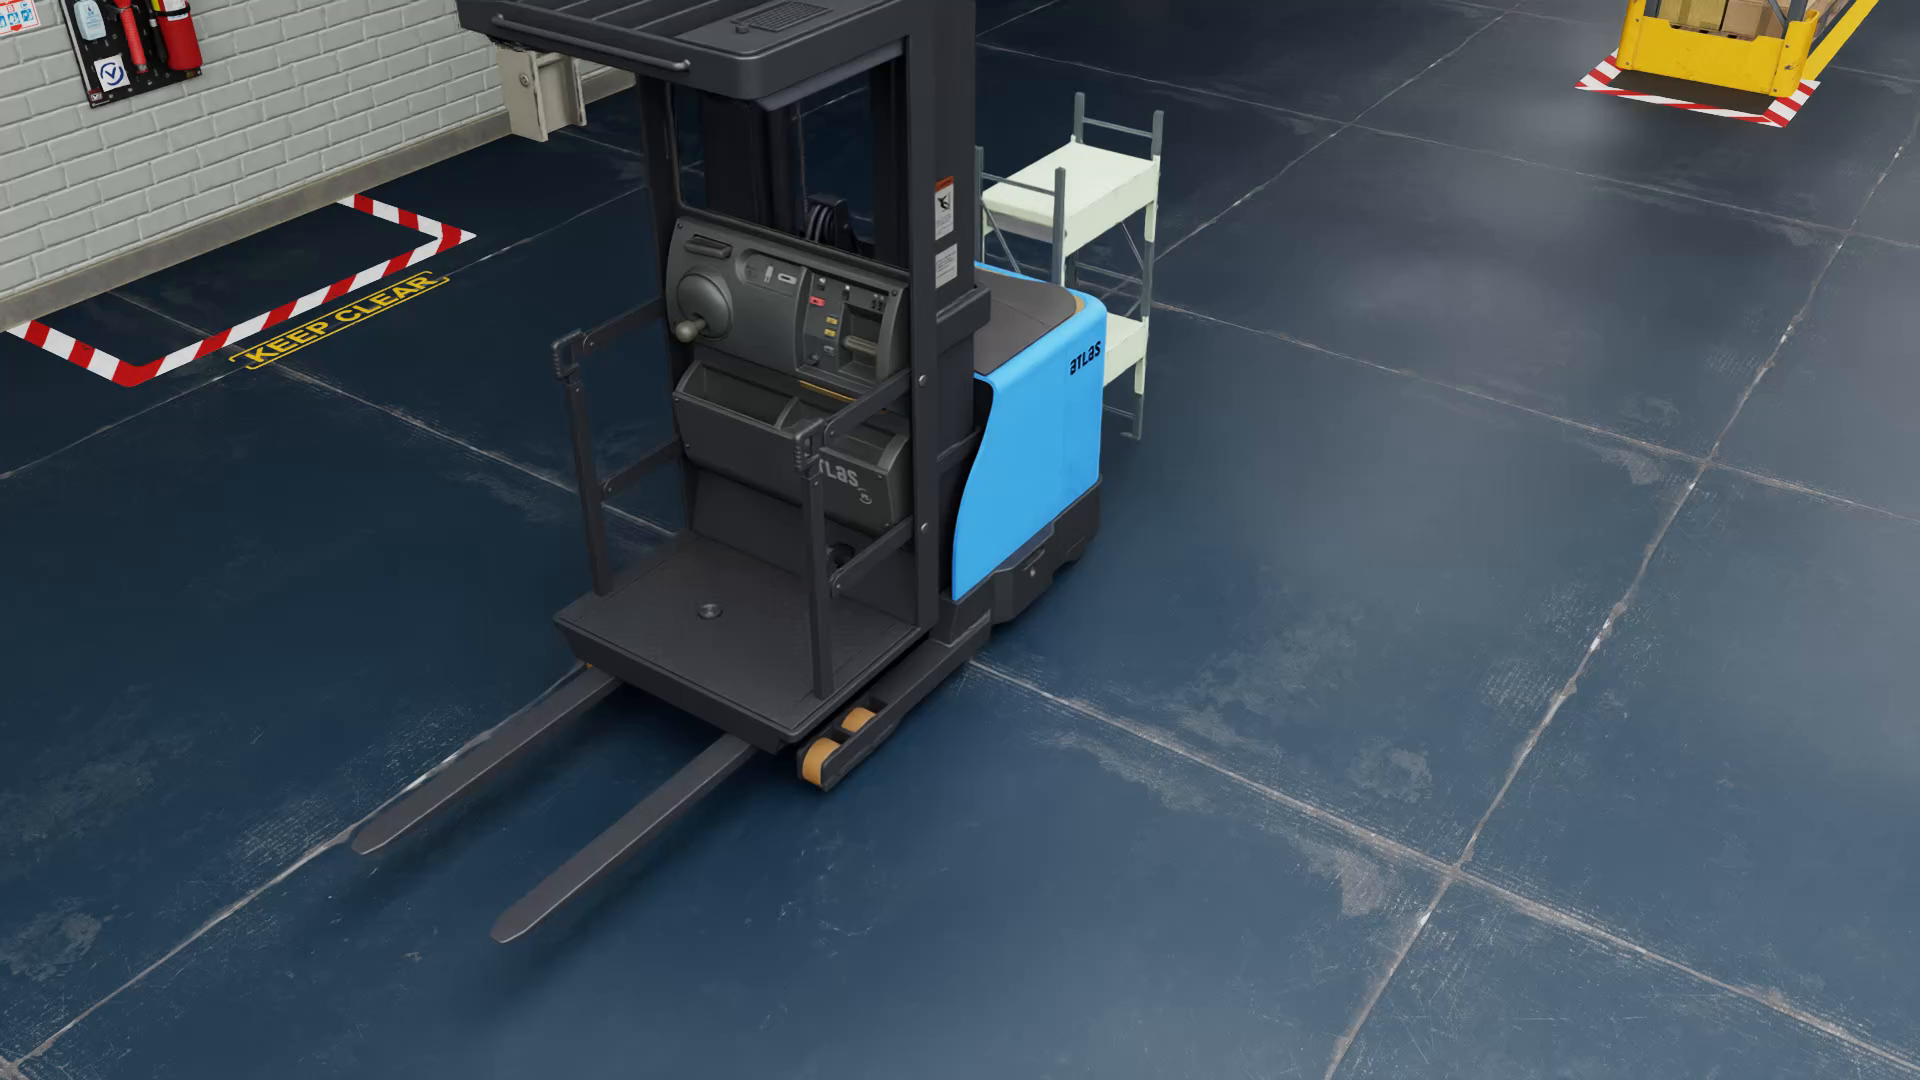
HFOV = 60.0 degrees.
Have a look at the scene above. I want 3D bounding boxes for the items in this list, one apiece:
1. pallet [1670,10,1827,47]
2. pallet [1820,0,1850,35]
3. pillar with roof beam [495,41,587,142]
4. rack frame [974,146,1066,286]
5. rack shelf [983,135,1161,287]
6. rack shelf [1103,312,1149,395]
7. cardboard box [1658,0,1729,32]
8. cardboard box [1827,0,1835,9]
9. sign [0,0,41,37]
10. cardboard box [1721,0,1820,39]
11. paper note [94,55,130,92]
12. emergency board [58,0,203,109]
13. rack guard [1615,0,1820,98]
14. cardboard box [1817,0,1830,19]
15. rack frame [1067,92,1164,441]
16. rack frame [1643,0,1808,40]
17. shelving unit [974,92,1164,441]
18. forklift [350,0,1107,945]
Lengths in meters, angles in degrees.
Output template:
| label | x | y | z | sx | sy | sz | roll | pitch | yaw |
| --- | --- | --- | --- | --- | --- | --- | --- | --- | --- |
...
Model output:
| label | x | y | z | sx | sy | sz | roll | pitch | yaw |
| --- | --- | --- | --- | --- | --- | --- | --- | --- | --- |
| pallet | 5.568 | -3.675 | 11.996 | 1.003 | 0.211 | 1.213 | 21 | 39 | 28 |
| pallet | 6.264 | -4.234 | 12.823 | 1.003 | 0.211 | 1.213 | 21 | 39 | 28 |
| pillar with roof beam | 0.898 | -4.993 | 6.100 | 9.100 | 9.000 | 0.400 | 21 | 39 | 28 |
| rack frame | 0.218 | -0.797 | 6.589 | 0.400 | 1.500 | 0.023 | 21 | 40 | 28 |
| rack shelf | 0.428 | -1.288 | 6.619 | 0.431 | 0.370 | 0.720 | 21 | 40 | 28 |
| rack shelf | 0.428 | -0.695 | 7.020 | 0.431 | 0.370 | 0.720 | 21 | 40 | 28 |
| cardboard box | 5.229 | -3.841 | 11.832 | 0.500 | 0.250 | 0.500 | 21 | 39 | 28 |
| cardboard box | 6.222 | -4.137 | 12.269 | 0.500 | 0.250 | 0.500 | 21 | 39 | 28 |
| sign | -4.479 | -2.551 | 7.813 | 0.001 | 0.329 | 0.234 | 21 | 39 | 28 |
| cardboard box | 5.655 | -3.676 | 11.587 | 0.500 | 0.250 | 0.500 | 21 | 39 | 28 |
| paper note | -4.236 | -2.333 | 8.309 | 0.016 | 0.148 | 0.142 | 21 | 39 | 28 |
| emergency board | -4.079 | -2.758 | 8.150 | 0.194 | 1.169 | 0.643 | 21 | 39 | 28 |
| rack guard | 5.152 | -3.418 | 11.359 | 1.175 | 0.500 | 0.348 | 21 | 39 | 28 |
| cardboard box | 5.937 | -3.907 | 11.929 | 0.500 | 0.250 | 0.500 | 21 | 39 | 28 |
| rack frame | 0.637 | -1.133 | 7.087 | 0.400 | 1.500 | 0.023 | 21 | 40 | 28 |
| rack frame | 5.166 | -4.465 | 10.675 | 1.000 | 3.000 | 0.127 | 21 | 39 | 28 |
| shelving unit | 0.428 | -0.965 | 6.838 | 0.431 | 1.500 | 0.755 | 21 | 40 | 28 |
| forklift | -0.693 | -0.696 | 5.163 | 1.130 | 2.935 | 3.031 | 21 | 40 | 28 |
